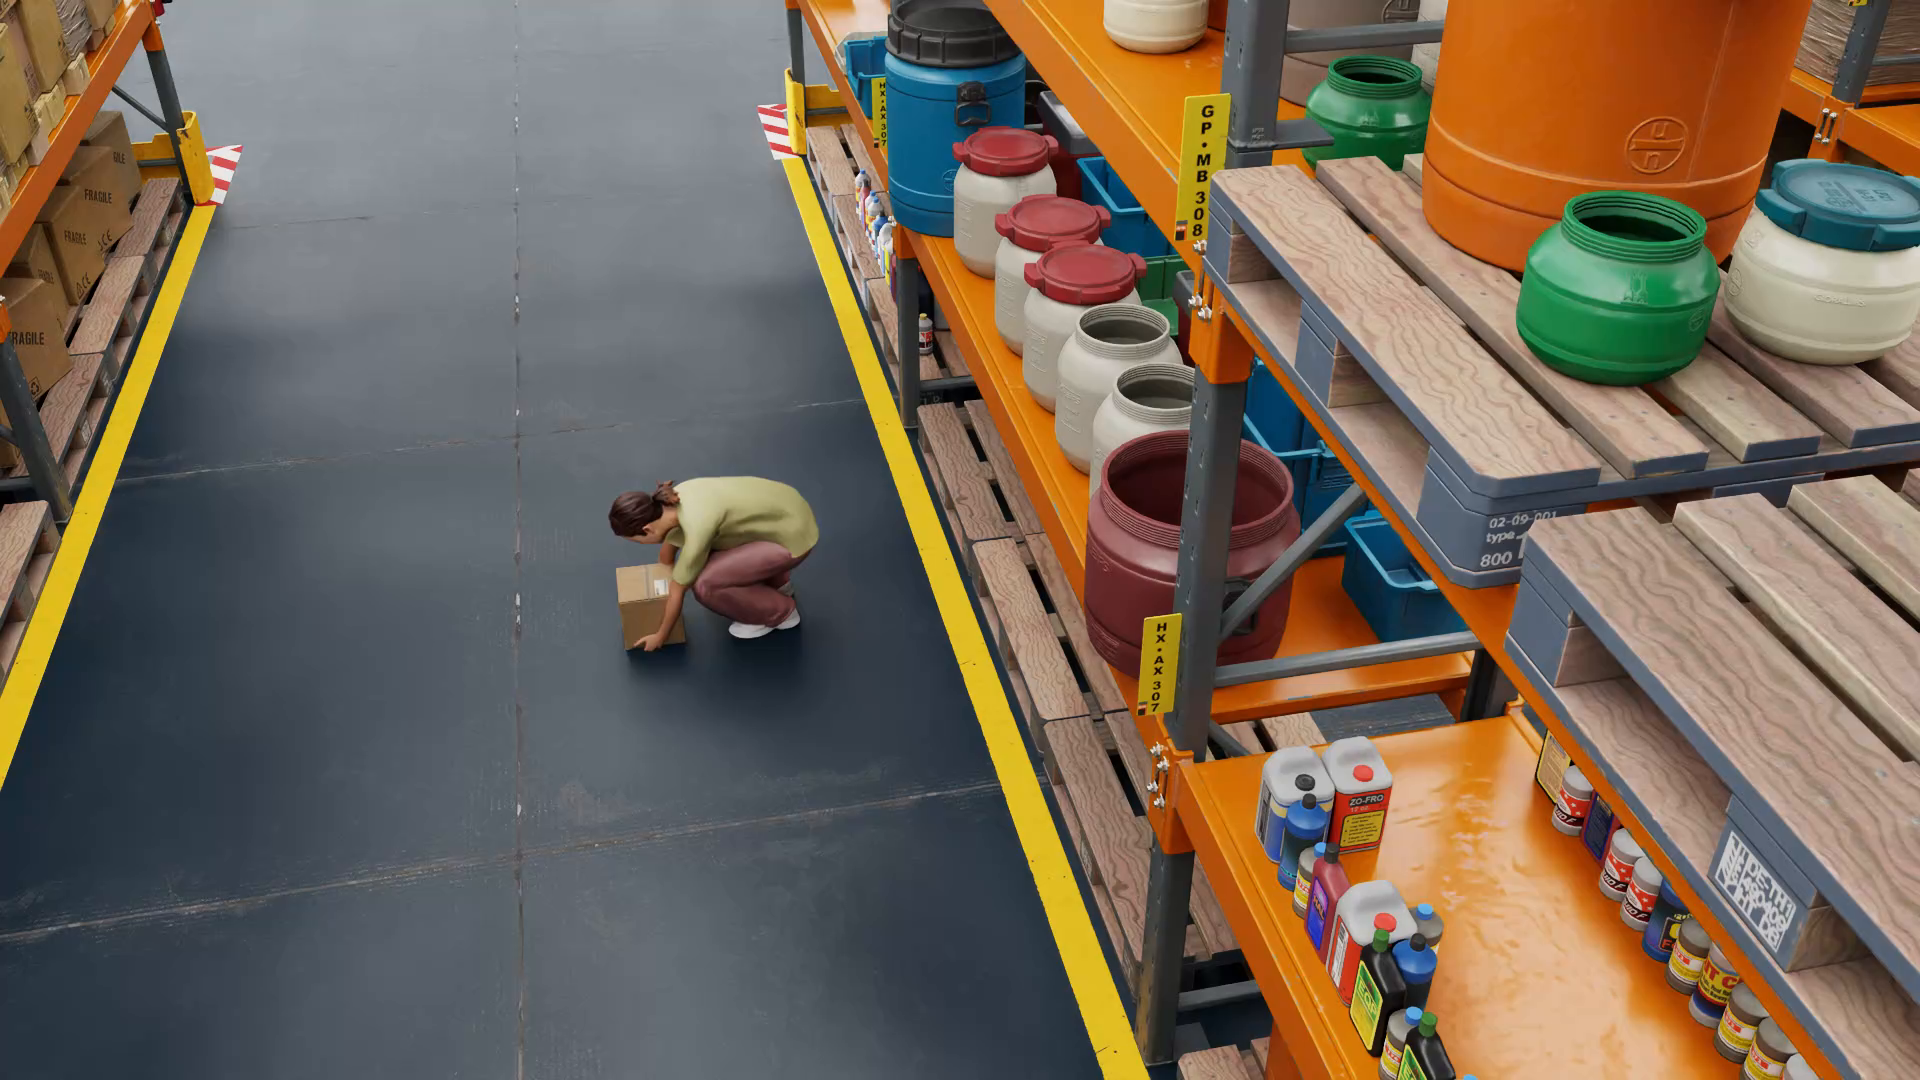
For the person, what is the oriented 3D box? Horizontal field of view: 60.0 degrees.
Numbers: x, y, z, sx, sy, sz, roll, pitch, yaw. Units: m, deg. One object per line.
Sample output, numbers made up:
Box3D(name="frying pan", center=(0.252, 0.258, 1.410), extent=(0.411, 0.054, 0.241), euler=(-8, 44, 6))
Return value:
Box3D(name="person", center=(-1.008, 0.058, 6.938), extent=(0.844, 0.802, 0.468), euler=(-8, 35, -11))
